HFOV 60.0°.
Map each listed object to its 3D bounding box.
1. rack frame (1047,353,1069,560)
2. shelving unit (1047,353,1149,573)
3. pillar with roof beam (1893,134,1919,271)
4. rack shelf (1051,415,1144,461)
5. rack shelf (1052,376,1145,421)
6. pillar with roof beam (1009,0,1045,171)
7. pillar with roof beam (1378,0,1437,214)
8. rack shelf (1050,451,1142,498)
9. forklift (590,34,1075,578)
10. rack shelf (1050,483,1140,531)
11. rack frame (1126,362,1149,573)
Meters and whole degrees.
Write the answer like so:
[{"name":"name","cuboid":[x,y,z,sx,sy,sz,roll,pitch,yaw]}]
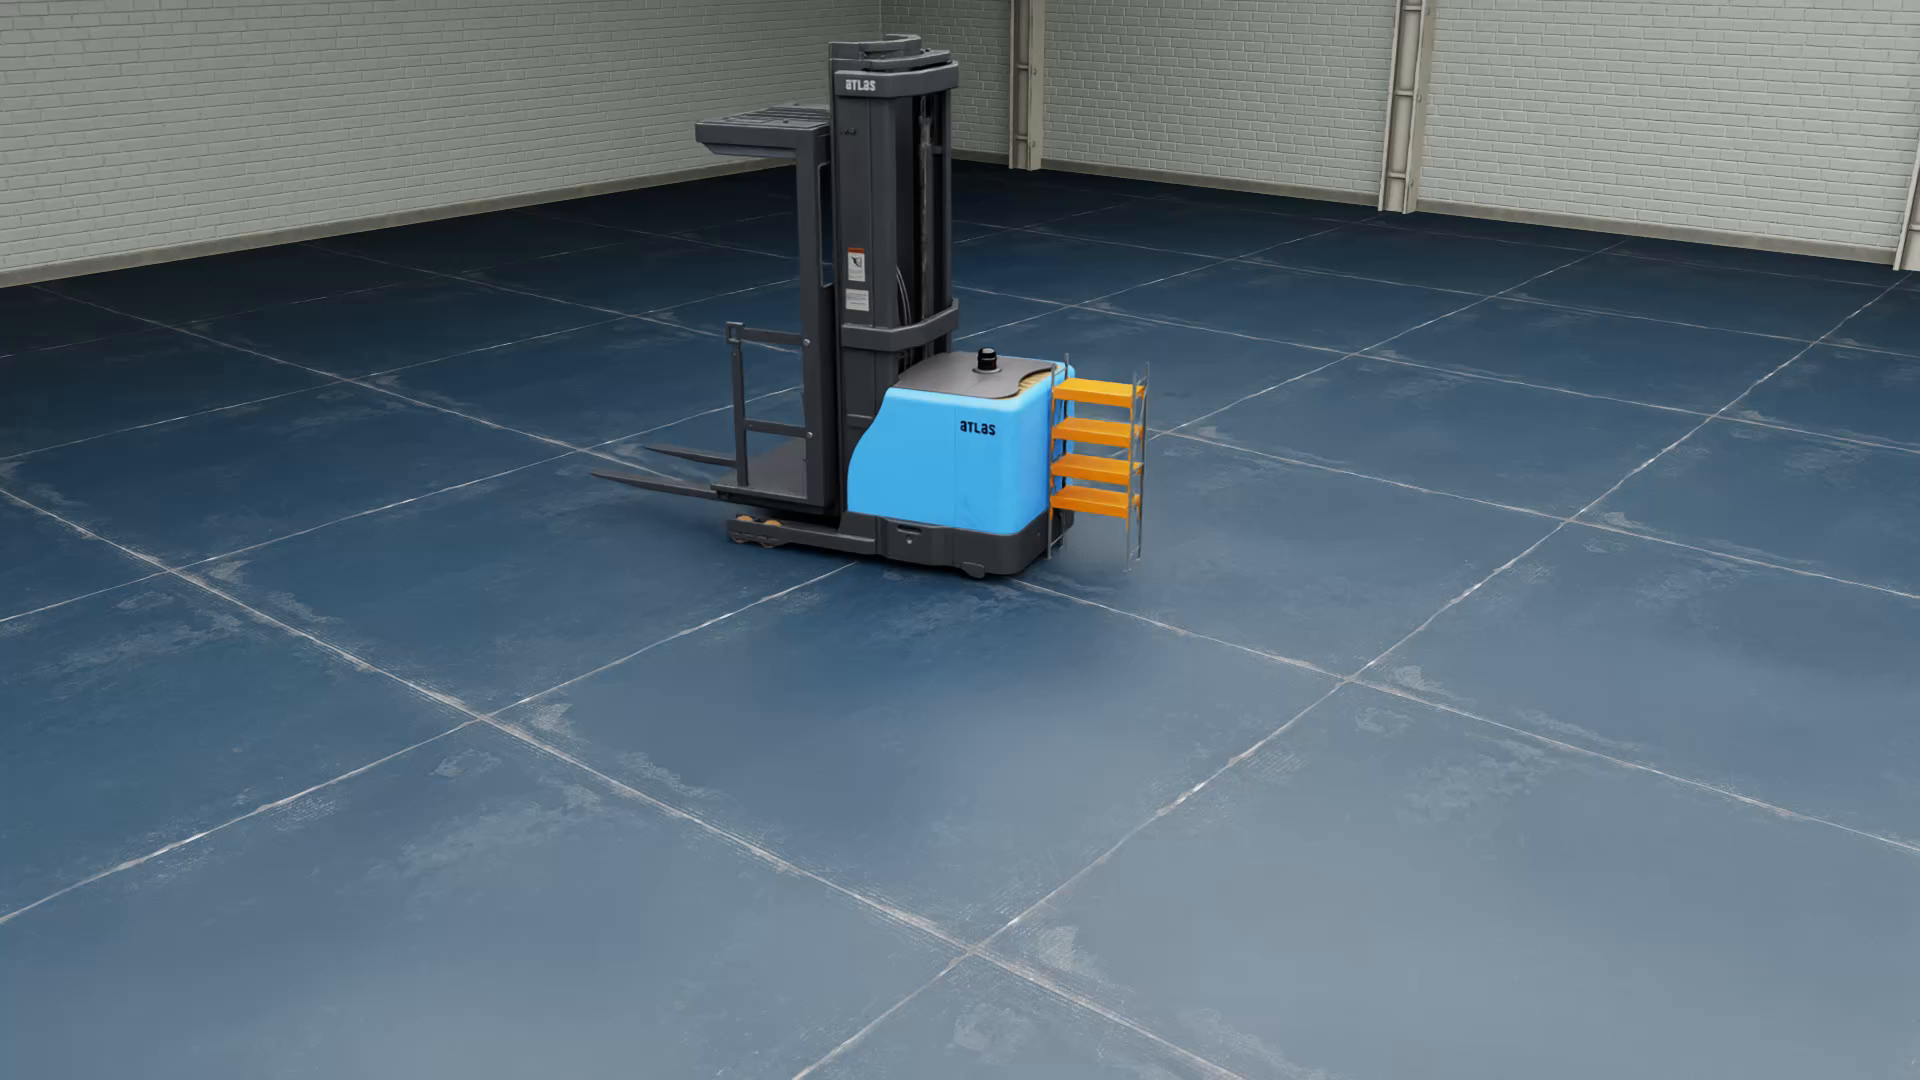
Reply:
[{"name":"rack frame","cuboid":[0.574,-0.481,9.743,0.015,1.200,0.240,9,22,23]},{"name":"shelving unit","cuboid":[0.796,-0.445,9.649,0.503,1.200,0.258,9,22,23]},{"name":"pillar with roof beam","cuboid":[7.557,-5.939,13.165,0.400,9.000,9.100,16,26,36]},{"name":"rack shelf","cuboid":[0.796,-0.592,9.594,0.480,0.148,0.258,9,22,23]},{"name":"rack shelf","cuboid":[0.796,-0.813,9.510,0.480,0.148,0.258,9,22,23]},{"name":"pillar with roof beam","cuboid":[-1.740,-8.617,20.264,0.400,9.000,9.100,16,26,36]},{"name":"pillar with roof beam","cuboid":[2.908,-7.278,16.715,0.400,9.000,9.100,16,26,36]},{"name":"rack shelf","cuboid":[0.796,-0.382,9.673,0.480,0.148,0.258,9,22,23]},{"name":"forklift","cuboid":[-0.861,-1.481,9.943,3.031,2.935,1.130,9,22,23]},{"name":"rack shelf","cuboid":[0.796,-0.197,9.743,0.480,0.148,0.258,9,22,23]},{"name":"rack frame","cuboid":[1.019,-0.410,9.555,0.015,1.200,0.240,9,22,23]}]
